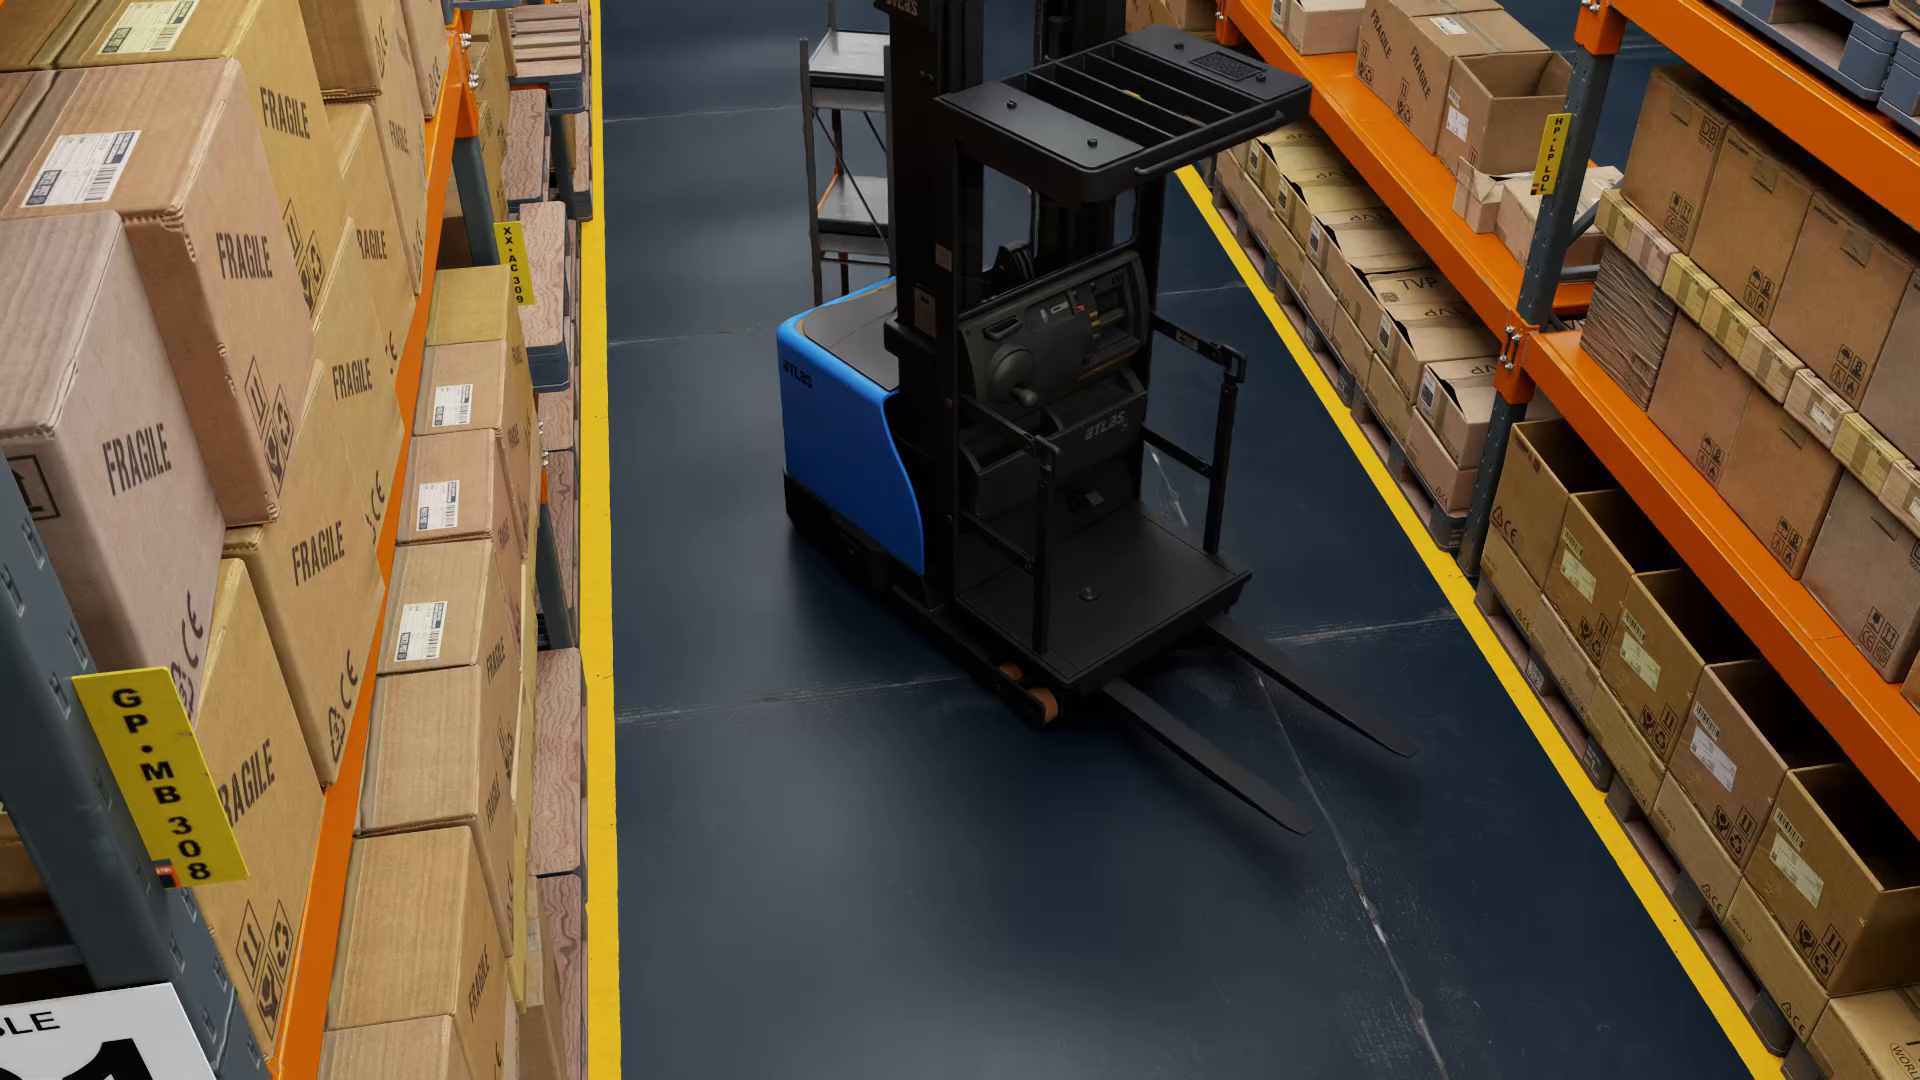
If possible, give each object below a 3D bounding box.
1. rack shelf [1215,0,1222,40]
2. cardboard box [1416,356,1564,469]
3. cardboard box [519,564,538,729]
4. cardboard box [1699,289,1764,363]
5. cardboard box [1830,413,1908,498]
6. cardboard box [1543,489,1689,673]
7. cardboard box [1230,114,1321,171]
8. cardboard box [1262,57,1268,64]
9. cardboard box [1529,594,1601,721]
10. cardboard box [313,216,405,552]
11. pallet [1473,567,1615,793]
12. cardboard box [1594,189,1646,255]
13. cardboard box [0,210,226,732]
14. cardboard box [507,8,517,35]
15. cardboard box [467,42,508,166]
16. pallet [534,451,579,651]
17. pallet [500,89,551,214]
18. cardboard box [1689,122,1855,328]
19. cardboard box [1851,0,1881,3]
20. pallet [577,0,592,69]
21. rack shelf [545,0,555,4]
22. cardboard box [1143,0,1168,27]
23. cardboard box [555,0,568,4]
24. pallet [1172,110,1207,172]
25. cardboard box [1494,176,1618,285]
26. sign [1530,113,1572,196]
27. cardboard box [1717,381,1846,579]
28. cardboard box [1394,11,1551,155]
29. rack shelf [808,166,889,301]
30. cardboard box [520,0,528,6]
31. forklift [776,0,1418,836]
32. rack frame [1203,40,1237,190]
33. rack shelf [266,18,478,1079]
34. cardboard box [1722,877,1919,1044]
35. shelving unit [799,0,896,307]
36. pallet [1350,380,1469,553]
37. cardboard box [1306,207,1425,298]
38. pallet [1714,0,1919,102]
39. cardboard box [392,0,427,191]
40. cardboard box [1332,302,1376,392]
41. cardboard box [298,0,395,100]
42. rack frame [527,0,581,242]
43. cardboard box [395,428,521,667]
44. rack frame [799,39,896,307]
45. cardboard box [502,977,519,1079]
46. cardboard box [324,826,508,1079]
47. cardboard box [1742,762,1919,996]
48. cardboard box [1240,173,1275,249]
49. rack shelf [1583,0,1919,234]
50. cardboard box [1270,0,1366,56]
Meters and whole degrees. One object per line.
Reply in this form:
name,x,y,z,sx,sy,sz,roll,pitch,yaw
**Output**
rack shelf,1.722,-4.438,11.604,1.077,0.370,4.000,-6,38,-8
cardboard box,2.421,-0.613,7.536,0.500,0.311,0.500,-6,38,-8
cardboard box,-1.538,0.346,4.966,0.500,0.250,0.500,-6,38,-8
cardboard box,2.769,-0.745,5.654,0.380,0.149,0.250,-7,38,-8
cardboard box,2.906,-0.275,5.049,0.380,0.149,0.250,-7,38,-8
cardboard box,2.643,0.141,6.412,0.500,0.500,0.500,-6,38,-8
cardboard box,1.876,-2.468,9.923,0.500,0.311,0.500,-5,38,-6
cardboard box,2.275,-3.006,10.854,0.500,0.500,0.500,-5,38,-6
cardboard box,2.640,0.437,6.641,0.500,0.250,0.500,-6,38,-8
cardboard box,-1.367,-0.249,3.083,0.500,0.500,0.500,-5,38,-6
pallet,2.872,0.488,6.950,1.003,0.211,1.213,-6,38,-8
cardboard box,2.631,-1.211,6.253,0.380,0.149,0.250,-6,38,-8
cardboard box,-1.229,-0.033,1.989,0.500,0.500,0.500,-9,39,-11
cardboard box,-2.711,-2.909,8.610,0.700,0.500,0.500,-11,39,-13
cardboard box,-2.395,-1.820,7.208,0.700,0.500,0.500,-1,38,-2
pallet,-2.240,0.068,7.490,1.003,0.211,1.213,-6,38,-8
pallet,-2.416,-1.712,7.665,1.003,0.211,1.213,-6,38,-8
cardboard box,2.948,-1.077,5.553,0.700,0.500,0.500,-6,38,-8
cardboard box,2.698,-1.810,4.806,0.500,0.311,0.500,-8,39,-10
pallet,-3.295,-3.836,12.516,1.003,0.211,1.213,-6,38,-8
rack shelf,-3.154,-3.903,10.915,1.077,0.370,4.000,-6,38,-8
cardboard box,1.588,-3.553,11.557,0.500,0.500,0.500,-8,38,-10
cardboard box,-2.950,-3.284,10.942,0.750,0.750,0.750,-6,38,-8
pallet,1.979,-2.868,11.270,1.003,0.211,1.213,-6,38,-8
cardboard box,2.645,-1.332,7.141,0.500,0.250,0.500,-4,38,-5
sign,2.242,-1.460,6.305,0.100,0.325,0.005,-6,38,-8
cardboard box,3.041,-0.249,5.544,0.700,0.500,0.500,-6,38,-7
cardboard box,2.476,-2.224,8.086,0.500,0.500,0.500,-6,38,-8
rack shelf,-0.441,-1.412,7.879,0.431,0.518,0.480,7,38,8
cardboard box,-2.633,-3.111,9.499,0.380,0.149,0.250,-7,38,-9
forklift,0.520,-0.753,6.331,1.130,2.935,3.031,-28,46,-31
rack frame,2.073,-3.514,9.828,1.000,3.000,0.127,-6,38,-8
rack shelf,-1.751,-0.256,3.775,1.077,0.370,4.000,-6,38,-8
cardboard box,2.902,1.343,5.475,0.500,0.250,0.500,-6,38,-8
shelving unit,-0.441,-1.423,7.870,0.431,2.100,0.503,7,38,8
pallet,2.607,-0.438,8.141,1.003,0.211,1.213,-6,38,-8
cardboard box,2.154,-1.533,8.720,0.500,0.311,0.500,-7,38,-9
pallet,2.949,-1.735,5.166,1.003,0.211,1.213,-6,38,-8
cardboard box,-1.694,-1.210,4.319,0.500,0.500,0.500,-9,39,-12
cardboard box,2.239,-1.012,8.507,0.500,0.250,0.500,-5,38,-7
cardboard box,-1.539,-1.272,3.585,0.500,0.500,0.500,-7,38,-10
rack frame,-2.803,-2.979,9.140,1.000,3.000,0.127,-6,38,-8
cardboard box,-1.544,0.051,4.735,0.500,0.500,0.500,-7,38,-9
rack frame,-0.486,-1.276,7.681,0.400,2.100,0.015,7,38,8
cardboard box,-1.279,1.263,3.785,0.500,0.250,0.500,-7,38,-9
cardboard box,-1.265,0.988,3.528,0.500,0.500,0.500,-6,38,-8
cardboard box,2.899,1.047,5.244,0.500,0.500,0.500,-6,38,-8
cardboard box,1.965,-1.943,9.705,0.500,0.250,0.500,-7,38,-9
rack shelf,3.125,-0.791,4.464,1.077,0.370,4.000,-6,38,-8
cardboard box,2.039,-2.918,9.134,0.500,0.311,0.500,-7,38,-8
